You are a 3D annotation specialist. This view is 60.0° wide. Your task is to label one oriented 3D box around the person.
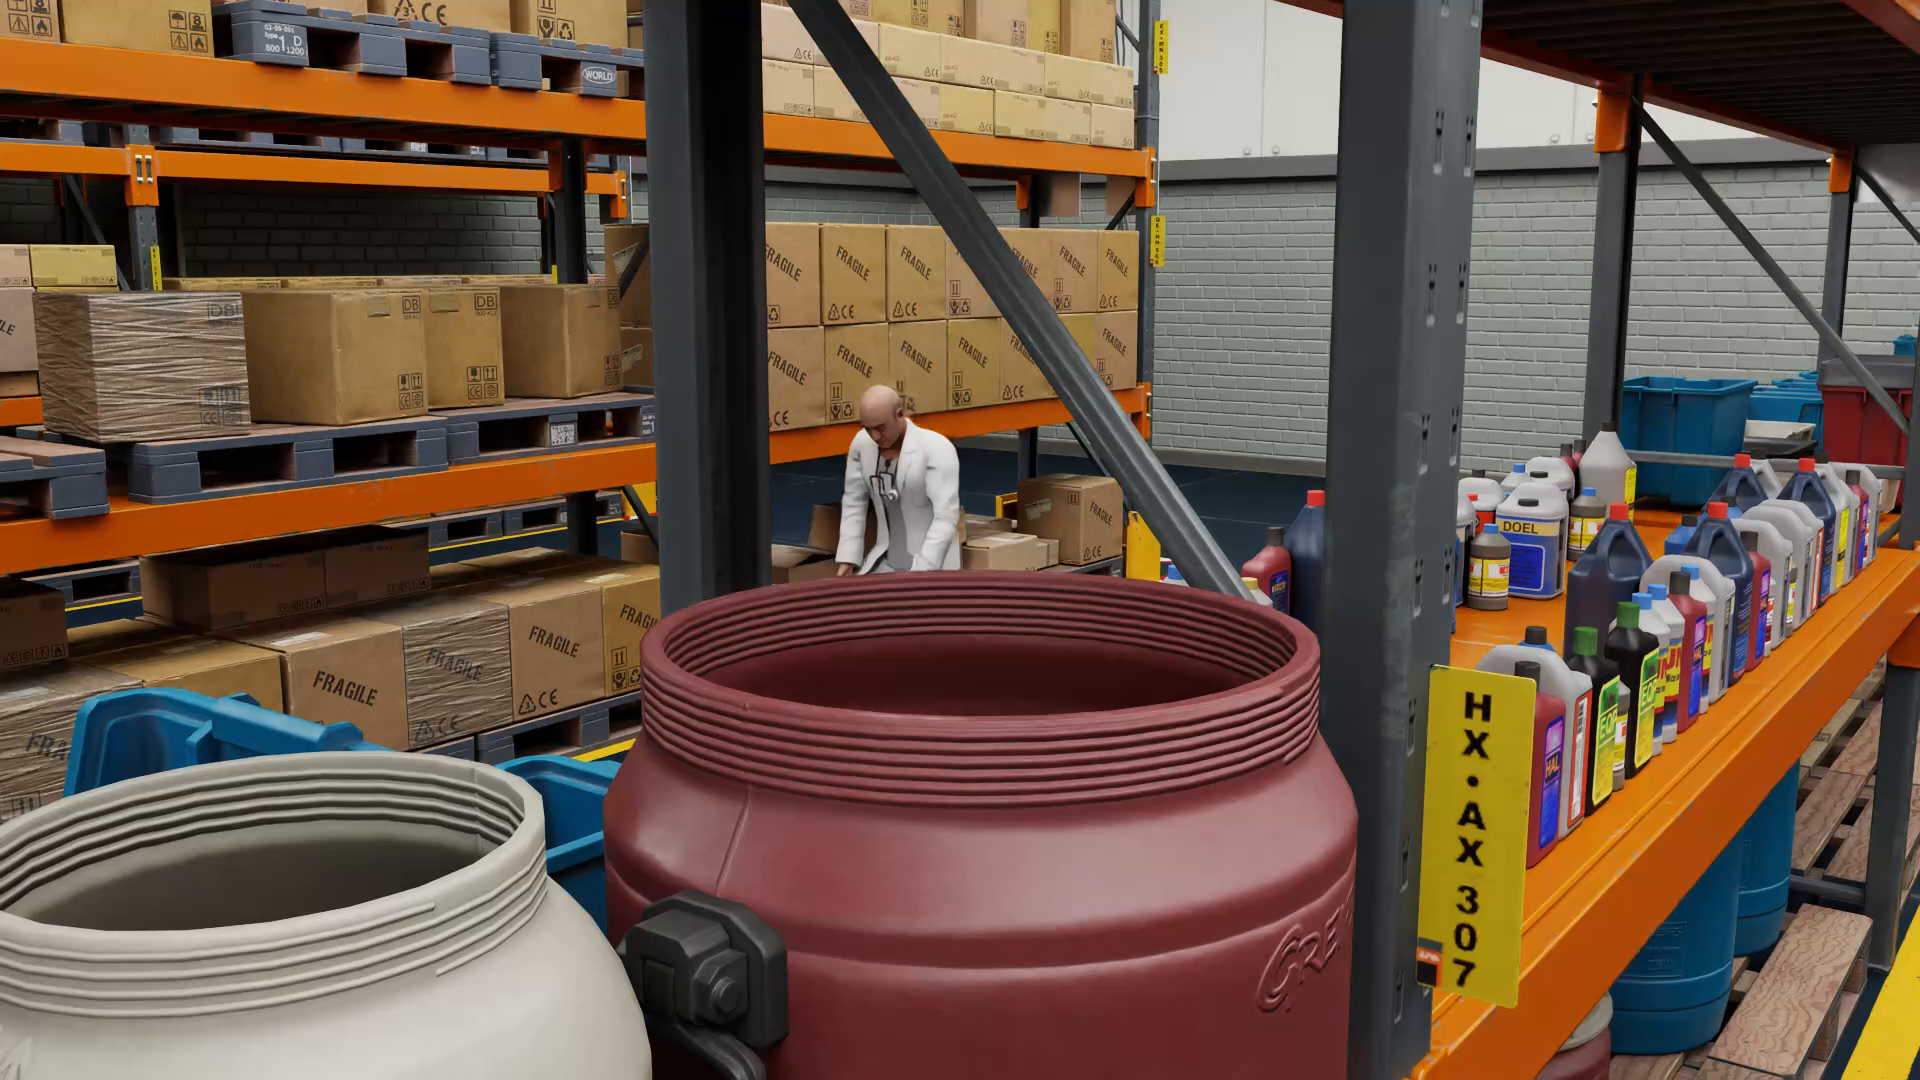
[{"bbox_3d":[-0.237,0.121,7.279,0.618,1.601,0.564,7,12,36],"label":"person"}]
